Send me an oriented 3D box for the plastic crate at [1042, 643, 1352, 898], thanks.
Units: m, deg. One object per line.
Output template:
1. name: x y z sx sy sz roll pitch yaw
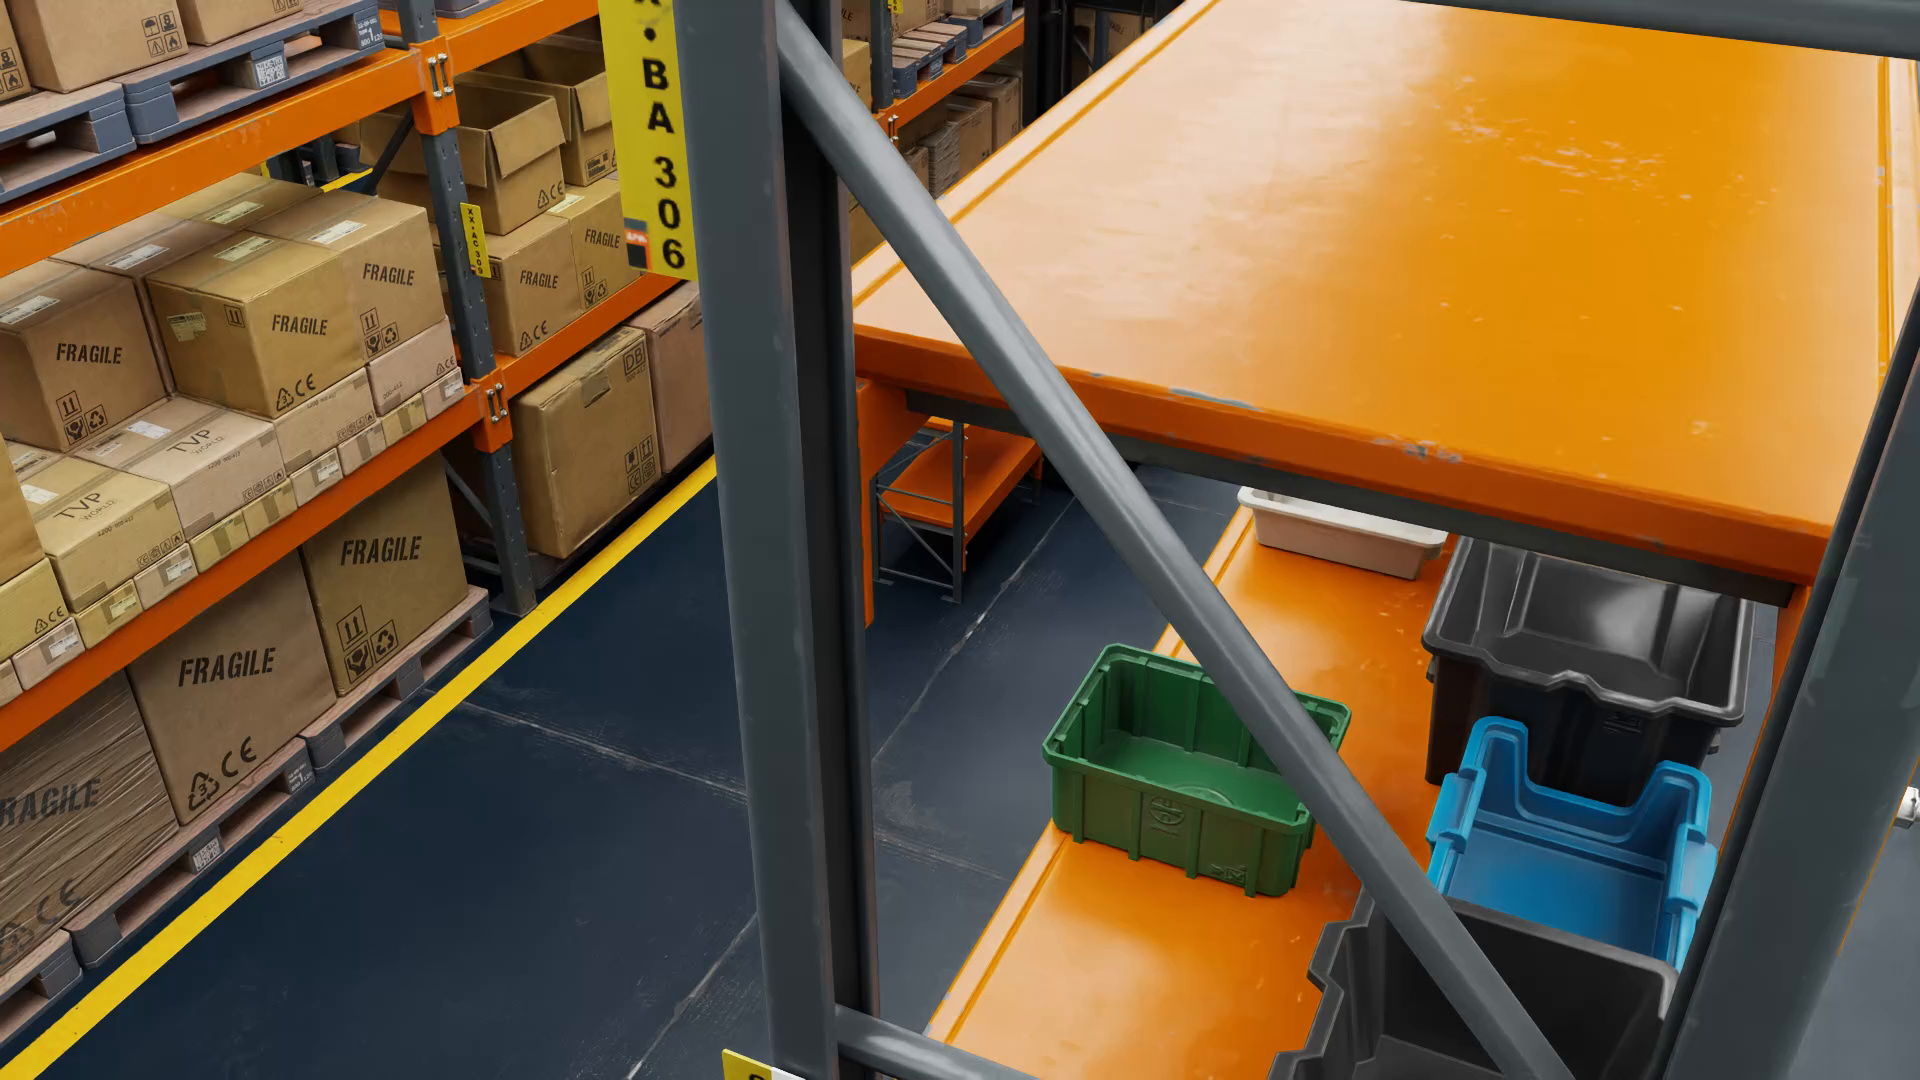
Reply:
1. plastic crate: 0.405 0.396 2.868 0.450 0.188 0.336 14 36 20

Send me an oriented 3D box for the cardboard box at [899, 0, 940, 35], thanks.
1. cardboard box: -0.567 -3.798 11.333 0.700 0.500 0.500 20 38 27

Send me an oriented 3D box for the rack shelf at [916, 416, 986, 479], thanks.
1. rack shelf: -0.003 -0.712 8.276 0.538 0.278 1.000 14 36 20

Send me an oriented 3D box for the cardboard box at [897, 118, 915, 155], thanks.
1. cardboard box: -0.647 -2.795 11.471 0.500 0.250 0.500 16 36 22

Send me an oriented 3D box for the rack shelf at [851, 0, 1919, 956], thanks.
1. rack shelf: 1.089 -0.918 2.964 1.077 0.370 4.000 14 36 20

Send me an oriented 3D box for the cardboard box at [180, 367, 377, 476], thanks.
1. cardboard box: -2.734 -0.533 6.693 0.500 0.250 0.500 15 36 22

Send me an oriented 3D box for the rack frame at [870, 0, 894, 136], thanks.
1. rack frame: -0.900 -3.002 10.592 1.000 3.000 0.127 14 36 20

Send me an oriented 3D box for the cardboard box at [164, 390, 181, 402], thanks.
1. cardboard box: -3.220 -0.651 6.872 0.500 0.250 0.500 14 36 20

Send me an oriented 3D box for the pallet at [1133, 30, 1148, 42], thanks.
1. pallet: 1.532 -4.780 15.848 1.003 0.211 1.213 14 36 20

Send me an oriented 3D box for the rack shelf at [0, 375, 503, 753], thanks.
1. rack shelf: -3.410 0.287 6.232 1.077 0.370 4.000 14 36 20

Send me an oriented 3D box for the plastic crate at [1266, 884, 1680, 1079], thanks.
1. plastic crate: 0.666 0.791 2.191 0.497 0.269 0.590 14 36 20

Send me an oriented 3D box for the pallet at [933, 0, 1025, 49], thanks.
1. pallet: -0.109 -3.917 12.163 1.003 0.211 1.213 14 36 20

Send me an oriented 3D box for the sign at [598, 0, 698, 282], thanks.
1. sign: -0.254 -0.373 1.407 0.100 0.325 0.005 14 36 20

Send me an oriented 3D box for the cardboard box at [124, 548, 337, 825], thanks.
1. cardboard box: -3.298 0.462 6.865 0.875 0.875 0.875 14 36 20

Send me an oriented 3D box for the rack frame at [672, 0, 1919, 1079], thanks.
1. rack frame: 0.249 -0.391 1.139 0.949 2.616 0.053 14 36 20

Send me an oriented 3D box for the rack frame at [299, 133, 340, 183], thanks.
1. rack frame: -5.362 -4.190 12.404 1.000 3.000 0.127 14 36 20

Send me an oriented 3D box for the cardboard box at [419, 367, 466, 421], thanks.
1. cardboard box: -2.403 -0.678 7.277 0.380 0.149 0.250 14 36 21

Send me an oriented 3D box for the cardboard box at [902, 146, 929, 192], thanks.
1. cardboard box: -0.637 -2.479 11.673 0.700 0.500 0.500 12 35 18

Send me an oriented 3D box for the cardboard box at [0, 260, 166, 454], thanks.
1. cardboard box: -3.432 -0.701 6.266 0.500 0.500 0.500 13 35 19

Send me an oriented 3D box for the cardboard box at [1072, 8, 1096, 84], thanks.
1. cardboard box: 0.978 -4.314 14.491 0.500 0.500 0.500 13 35 19

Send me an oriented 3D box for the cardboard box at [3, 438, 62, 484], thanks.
1. cardboard box: -3.645 -0.148 6.105 0.500 0.250 0.500 14 36 21

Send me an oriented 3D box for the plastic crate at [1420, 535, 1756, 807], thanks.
1. plastic crate: 1.141 0.193 3.042 0.504 0.338 0.767 14 36 20

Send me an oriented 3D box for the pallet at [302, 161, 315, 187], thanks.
1. pallet: -5.691 -2.635 12.576 1.003 0.211 1.213 14 36 20

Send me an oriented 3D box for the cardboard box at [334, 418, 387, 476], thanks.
1. cardboard box: -2.618 -0.421 6.886 0.380 0.149 0.250 14 36 20

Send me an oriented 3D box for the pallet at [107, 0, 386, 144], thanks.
1. pallet: -2.925 -1.822 6.138 1.003 0.211 1.213 14 36 20

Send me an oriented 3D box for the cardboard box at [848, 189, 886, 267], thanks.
1. cardboard box: -1.207 -1.950 10.543 1.225 0.875 0.875 13 35 18

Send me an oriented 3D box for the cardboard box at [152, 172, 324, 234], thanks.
1. cardboard box: -3.006 -1.205 7.034 0.500 0.500 0.500 14 36 20

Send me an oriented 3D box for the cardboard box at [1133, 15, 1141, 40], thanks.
1. cardboard box: 1.399 -4.928 15.427 0.500 0.500 0.500 11 35 16

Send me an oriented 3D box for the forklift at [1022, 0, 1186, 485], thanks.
1. forklift: 1.036 -2.273 9.544 1.130 2.935 3.031 17 37 23

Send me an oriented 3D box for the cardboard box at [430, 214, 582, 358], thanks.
1. cardboard box: -2.154 -1.223 7.789 0.500 0.500 0.500 14 36 21

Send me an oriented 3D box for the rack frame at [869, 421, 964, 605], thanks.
1. rack frame: -0.216 -0.214 8.050 0.500 1.125 0.032 14 36 20

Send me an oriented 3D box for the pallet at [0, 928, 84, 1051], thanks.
1. pallet: -3.983 1.733 5.915 1.003 0.211 1.213 14 36 20

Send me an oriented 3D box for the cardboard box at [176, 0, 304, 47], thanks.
1. cardboard box: -2.846 -2.120 5.946 0.700 0.500 0.500 12 35 18

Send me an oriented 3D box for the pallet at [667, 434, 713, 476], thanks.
1. pallet: -1.810 -0.855 9.861 1.003 0.211 1.213 14 36 20

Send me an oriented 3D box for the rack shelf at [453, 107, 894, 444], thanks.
1. rack shelf: -1.736 -1.705 9.270 1.077 0.370 4.000 14 36 20

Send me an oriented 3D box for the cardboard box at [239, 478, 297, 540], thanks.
1. cardboard box: -2.833 -0.165 6.495 0.380 0.149 0.250 15 36 21

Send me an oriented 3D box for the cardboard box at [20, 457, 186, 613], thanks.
1. cardboard box: -3.162 -0.027 5.921 0.500 0.250 0.500 13 36 20

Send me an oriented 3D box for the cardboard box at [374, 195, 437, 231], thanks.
1. cardboard box: -2.625 -1.347 7.977 0.500 0.500 0.500 14 36 21

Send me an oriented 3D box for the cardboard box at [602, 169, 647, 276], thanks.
1. cardboard box: -1.734 -1.723 8.551 0.500 0.500 0.500 13 36 19

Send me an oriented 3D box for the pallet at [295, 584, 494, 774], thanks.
1. pallet: -2.962 0.517 7.769 1.003 0.211 1.213 14 36 20

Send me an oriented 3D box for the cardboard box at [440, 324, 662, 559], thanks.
1. cardboard box: -2.324 -0.620 8.515 1.225 0.875 0.875 14 36 21

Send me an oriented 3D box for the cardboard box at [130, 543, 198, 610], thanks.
1. cardboard box: -3.048 0.089 6.108 0.380 0.149 0.250 15 36 21

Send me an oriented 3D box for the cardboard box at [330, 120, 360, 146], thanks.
1. cardboard box: -5.026 -3.707 13.337 1.050 0.750 0.750 14 36 20

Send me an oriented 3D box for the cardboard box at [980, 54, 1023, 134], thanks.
1. cardboard box: 0.281 -3.598 13.381 0.700 0.500 0.500 14 36 20

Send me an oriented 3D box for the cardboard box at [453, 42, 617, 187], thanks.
1. cardboard box: -2.016 -2.130 8.257 0.797 0.503 0.637 15 36 21

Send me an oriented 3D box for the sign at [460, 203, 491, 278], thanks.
1. sign: -2.068 -1.278 7.102 0.100 0.325 0.005 14 36 20

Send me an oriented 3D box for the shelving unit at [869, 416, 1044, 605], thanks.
1. shelving unit: -0.003 -0.467 8.436 0.538 1.125 1.048 14 36 20

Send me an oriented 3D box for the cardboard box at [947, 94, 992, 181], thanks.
1. cardboard box: -0.186 -3.042 12.532 0.700 0.500 0.500 17 37 24

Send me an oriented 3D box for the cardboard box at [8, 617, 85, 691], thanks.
1. cardboard box: -3.263 0.346 5.716 0.380 0.149 0.250 14 36 20

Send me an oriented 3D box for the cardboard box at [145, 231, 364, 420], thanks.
1. cardboard box: -2.736 -0.846 6.486 0.500 0.500 0.500 15 36 21

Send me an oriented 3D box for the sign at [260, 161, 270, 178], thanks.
1. sign: -3.070 -1.580 7.441 0.100 0.325 0.005 14 36 20

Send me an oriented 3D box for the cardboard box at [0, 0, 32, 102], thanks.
1. cardboard box: -3.423 -1.625 5.192 0.700 0.500 0.500 16 36 23
